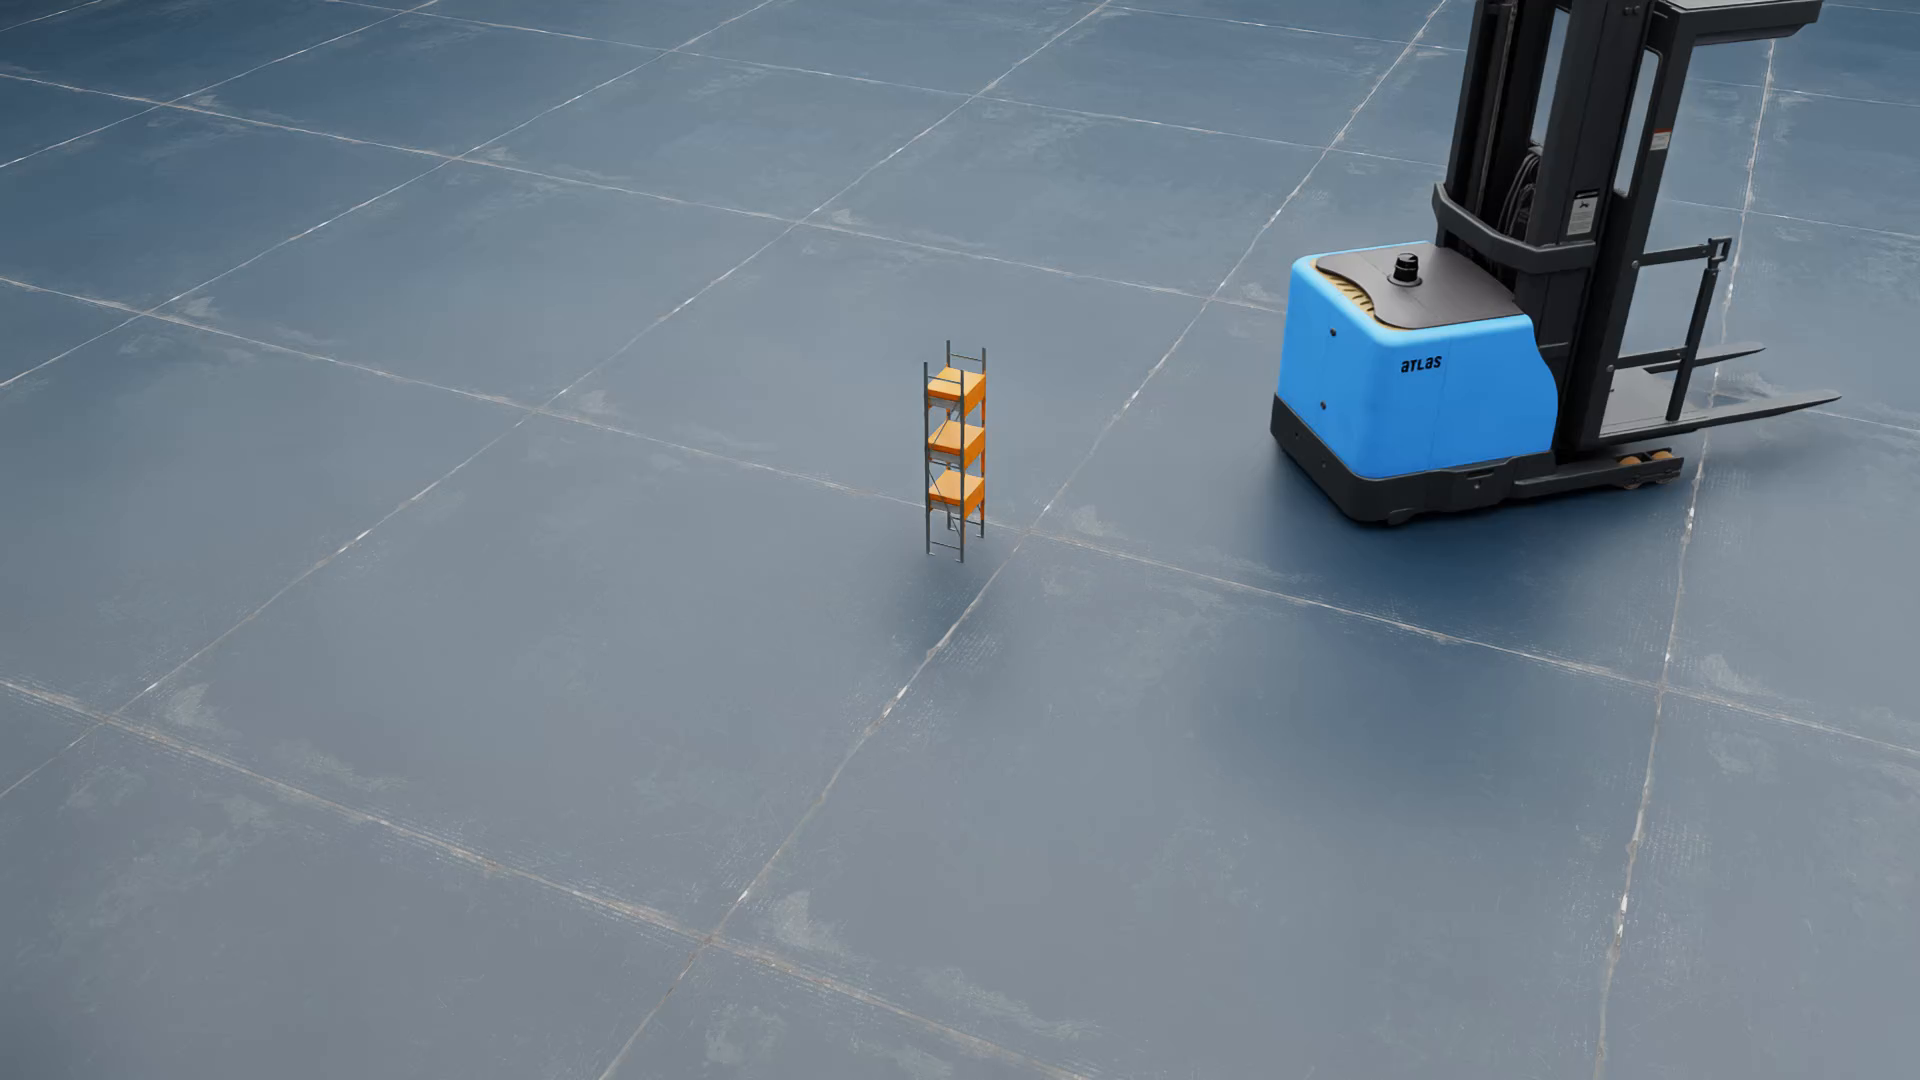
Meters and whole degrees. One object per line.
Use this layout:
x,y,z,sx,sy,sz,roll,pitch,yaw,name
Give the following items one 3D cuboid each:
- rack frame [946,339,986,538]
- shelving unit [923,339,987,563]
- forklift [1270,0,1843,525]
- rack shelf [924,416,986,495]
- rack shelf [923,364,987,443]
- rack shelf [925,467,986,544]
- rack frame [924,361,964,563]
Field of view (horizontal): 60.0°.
0.029,-0.473,8.014,0.200,1.050,0.008,14,36,20,rack frame
-0.022,-0.412,7.921,0.215,1.050,0.252,14,36,20,shelving unit
3.256,-1.757,8.257,3.031,2.935,1.130,-9,34,-14,forklift
-0.022,-0.404,7.927,0.215,0.259,0.240,14,36,20,rack shelf
-0.022,-0.641,7.772,0.215,0.259,0.240,14,36,20,rack shelf
-0.022,-0.171,8.080,0.215,0.259,0.240,14,36,20,rack shelf
-0.073,-0.352,7.829,0.200,1.050,0.008,14,36,20,rack frame
